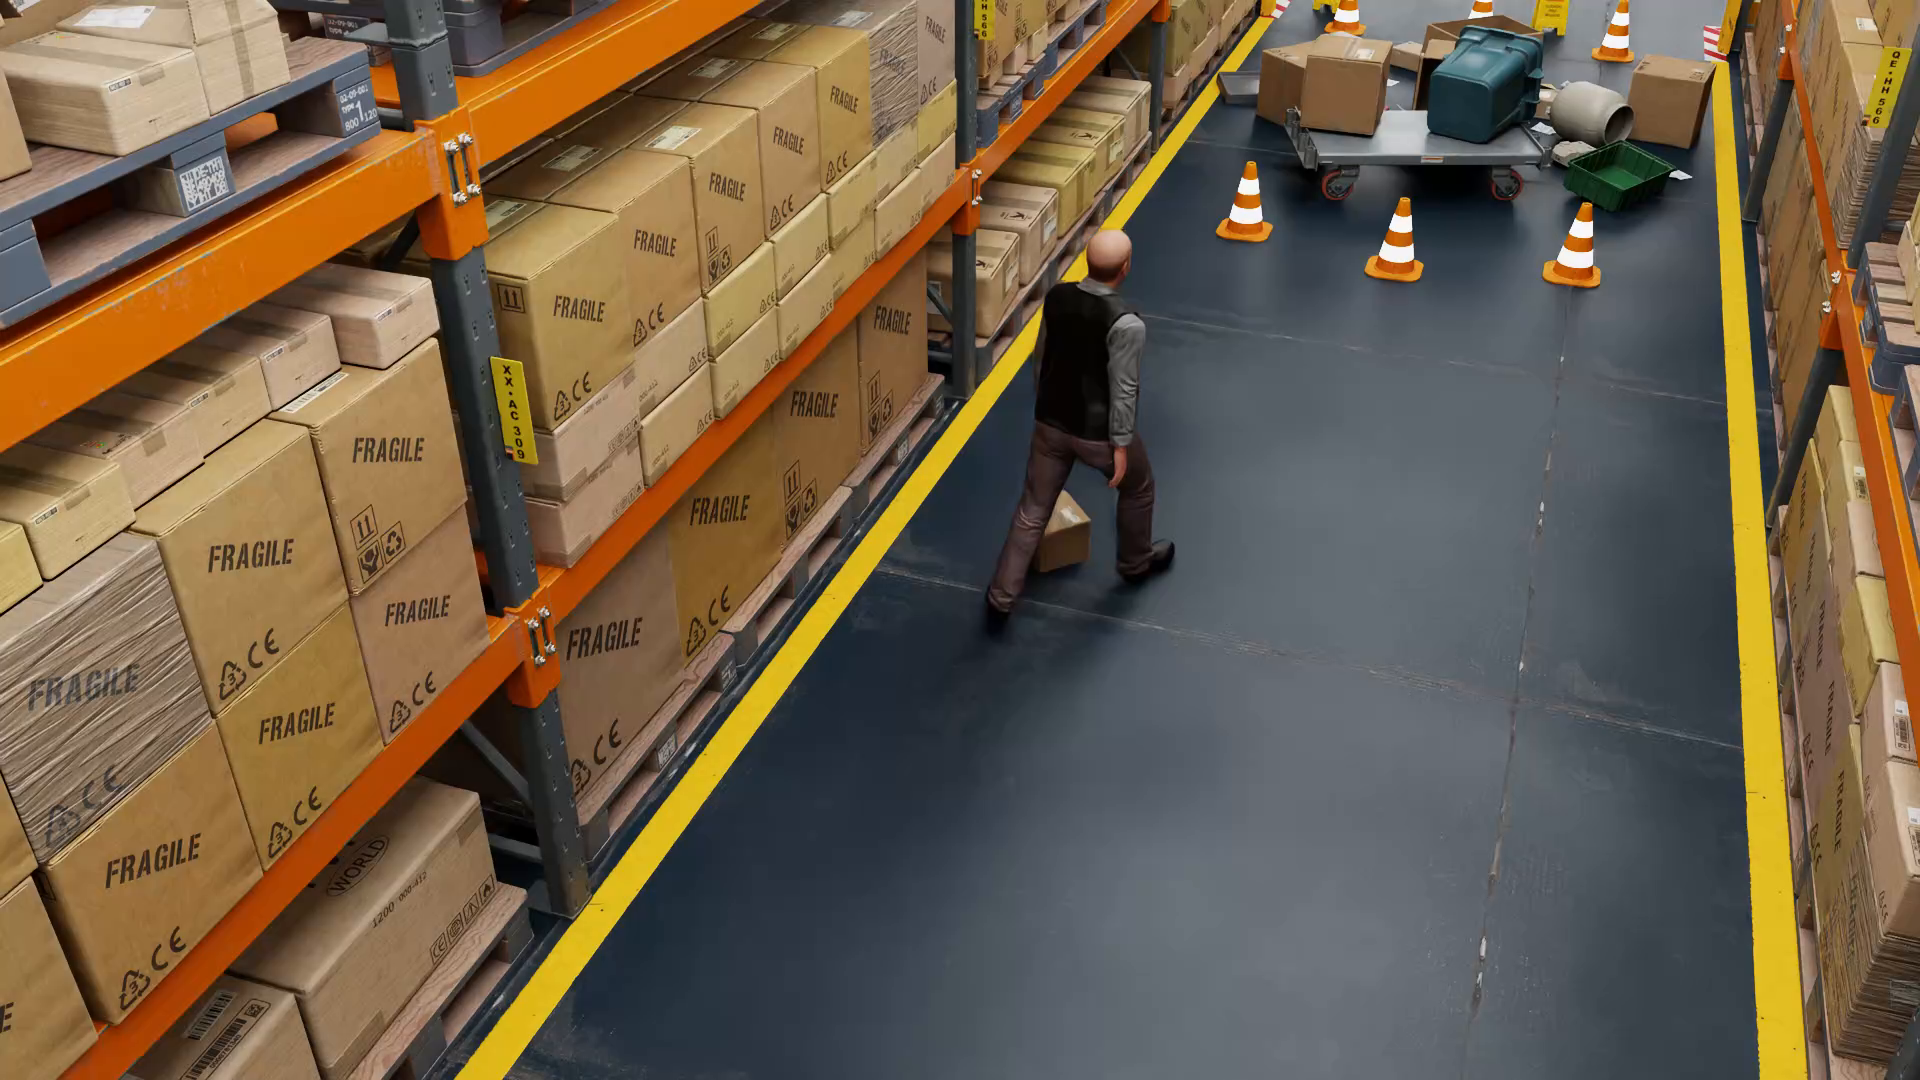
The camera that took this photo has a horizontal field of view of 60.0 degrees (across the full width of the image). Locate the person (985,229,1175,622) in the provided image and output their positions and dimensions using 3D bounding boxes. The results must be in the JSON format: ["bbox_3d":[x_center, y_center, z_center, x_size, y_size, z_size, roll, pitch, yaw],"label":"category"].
[{"bbox_3d":[0.508,-0.477,6.939,0.570,1.671,0.963,24,40,32],"label":"person"}]
